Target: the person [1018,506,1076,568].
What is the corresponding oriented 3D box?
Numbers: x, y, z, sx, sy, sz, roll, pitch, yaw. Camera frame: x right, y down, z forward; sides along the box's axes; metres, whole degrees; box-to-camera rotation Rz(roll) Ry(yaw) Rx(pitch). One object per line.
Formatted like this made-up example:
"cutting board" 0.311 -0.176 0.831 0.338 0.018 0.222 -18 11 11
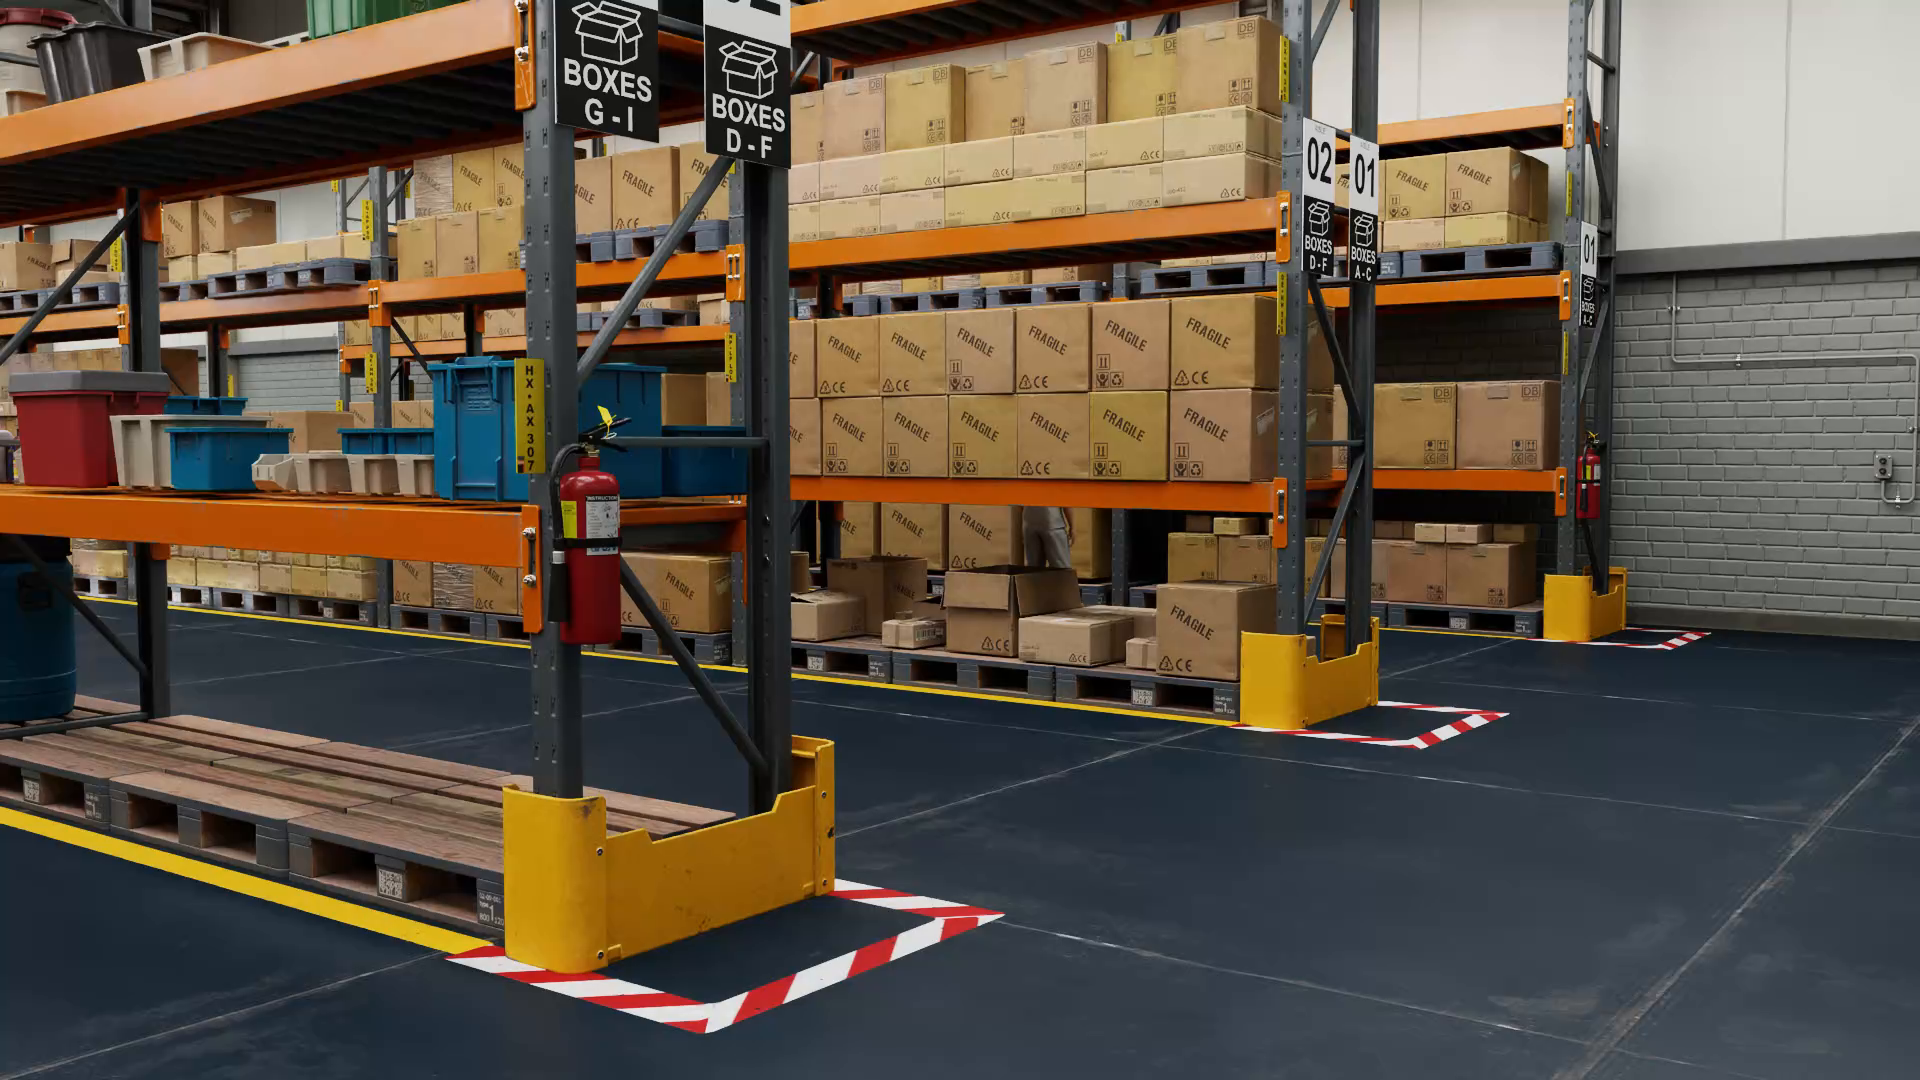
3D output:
"person" 0.673 -0.070 12.834 0.490 1.673 0.354 2 4 36
